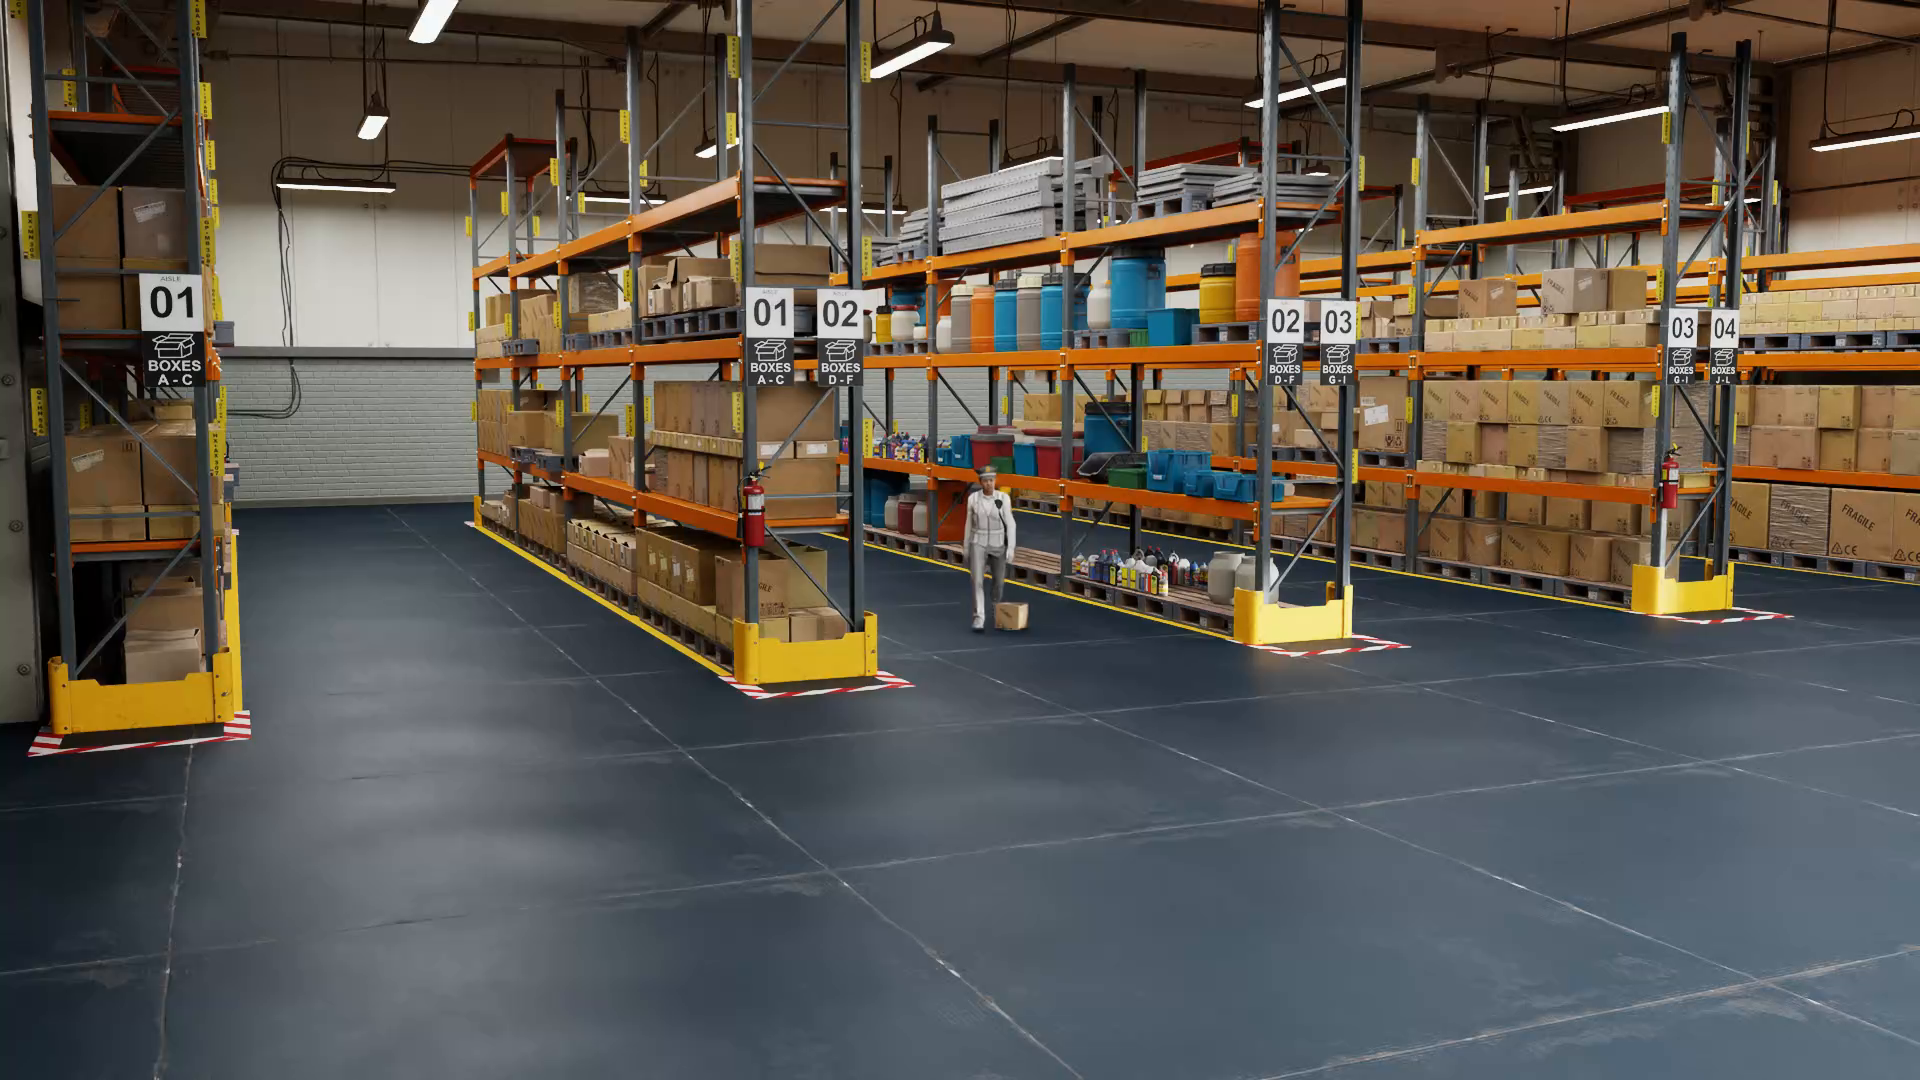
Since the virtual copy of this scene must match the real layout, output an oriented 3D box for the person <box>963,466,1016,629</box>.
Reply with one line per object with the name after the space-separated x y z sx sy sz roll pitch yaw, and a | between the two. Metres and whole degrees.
0.293 0.049 16.583 0.517 1.609 0.933 0 6 -3 | person
